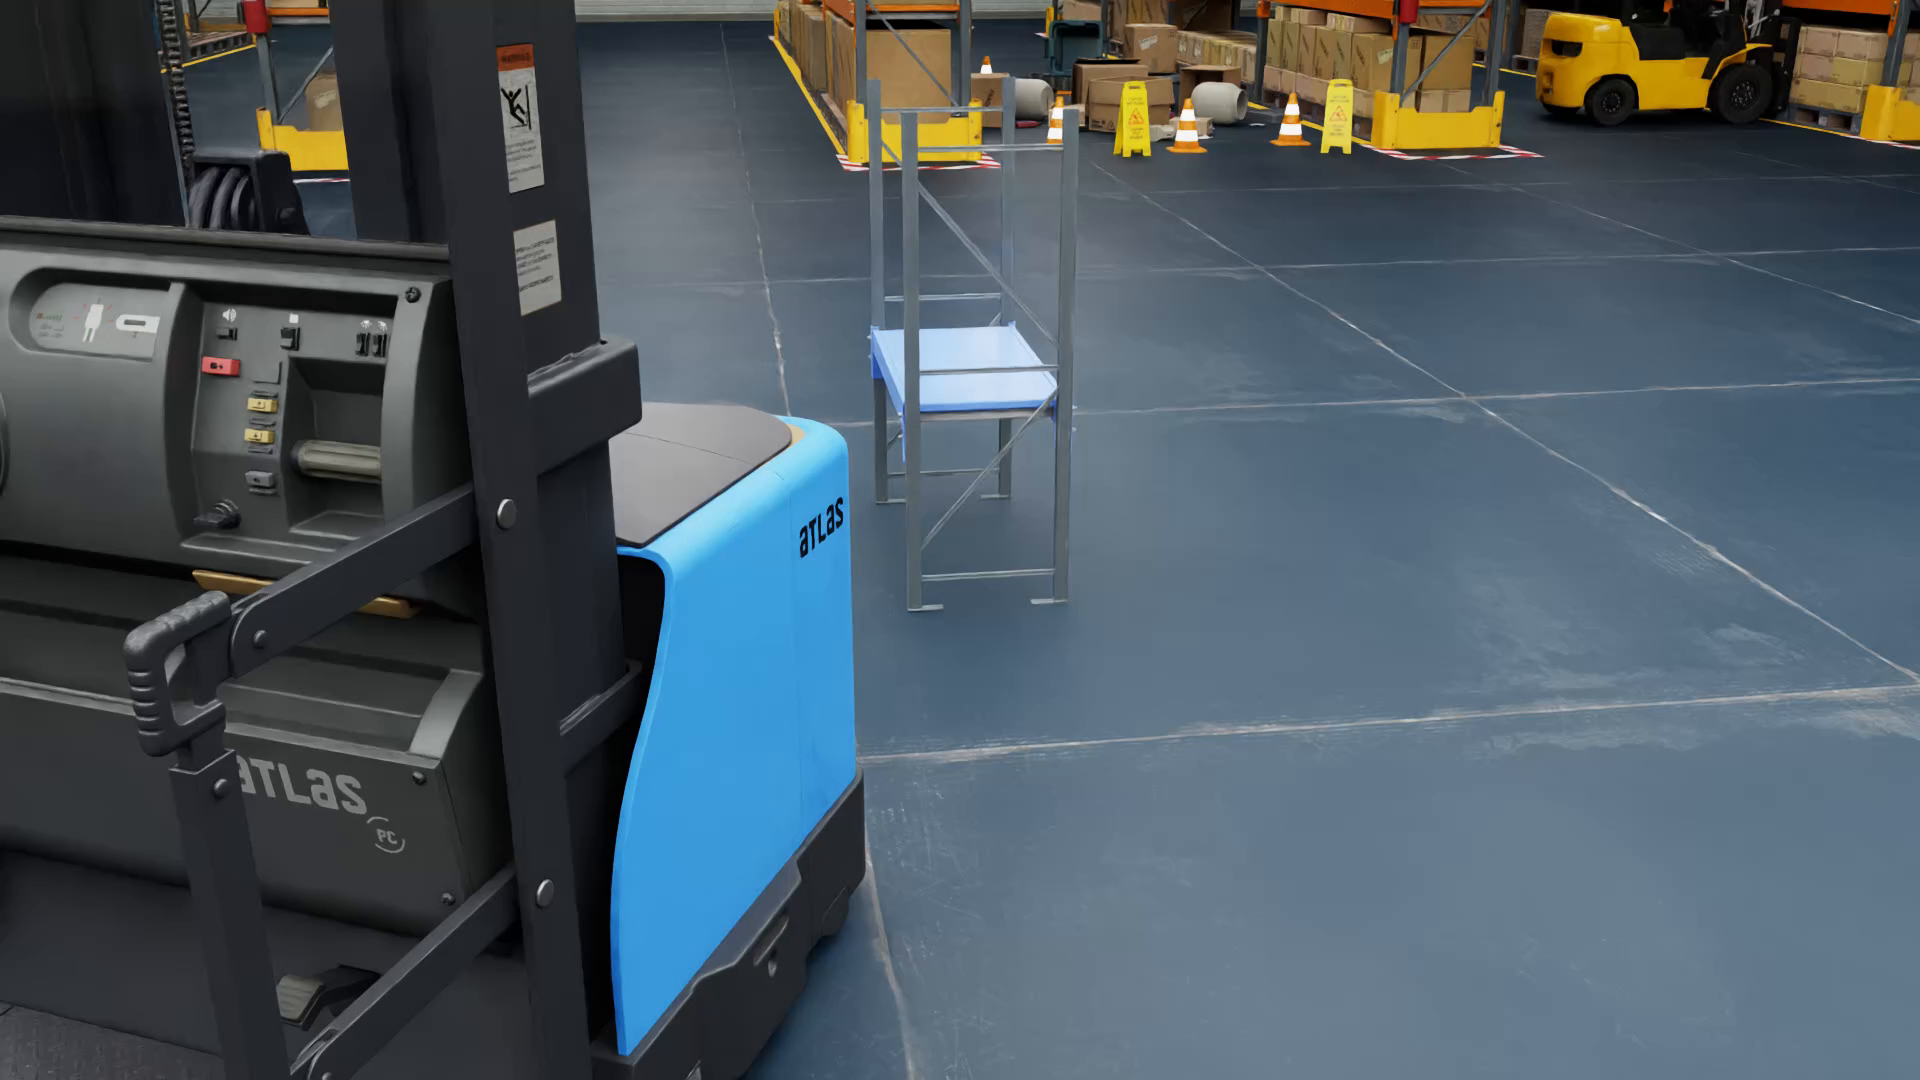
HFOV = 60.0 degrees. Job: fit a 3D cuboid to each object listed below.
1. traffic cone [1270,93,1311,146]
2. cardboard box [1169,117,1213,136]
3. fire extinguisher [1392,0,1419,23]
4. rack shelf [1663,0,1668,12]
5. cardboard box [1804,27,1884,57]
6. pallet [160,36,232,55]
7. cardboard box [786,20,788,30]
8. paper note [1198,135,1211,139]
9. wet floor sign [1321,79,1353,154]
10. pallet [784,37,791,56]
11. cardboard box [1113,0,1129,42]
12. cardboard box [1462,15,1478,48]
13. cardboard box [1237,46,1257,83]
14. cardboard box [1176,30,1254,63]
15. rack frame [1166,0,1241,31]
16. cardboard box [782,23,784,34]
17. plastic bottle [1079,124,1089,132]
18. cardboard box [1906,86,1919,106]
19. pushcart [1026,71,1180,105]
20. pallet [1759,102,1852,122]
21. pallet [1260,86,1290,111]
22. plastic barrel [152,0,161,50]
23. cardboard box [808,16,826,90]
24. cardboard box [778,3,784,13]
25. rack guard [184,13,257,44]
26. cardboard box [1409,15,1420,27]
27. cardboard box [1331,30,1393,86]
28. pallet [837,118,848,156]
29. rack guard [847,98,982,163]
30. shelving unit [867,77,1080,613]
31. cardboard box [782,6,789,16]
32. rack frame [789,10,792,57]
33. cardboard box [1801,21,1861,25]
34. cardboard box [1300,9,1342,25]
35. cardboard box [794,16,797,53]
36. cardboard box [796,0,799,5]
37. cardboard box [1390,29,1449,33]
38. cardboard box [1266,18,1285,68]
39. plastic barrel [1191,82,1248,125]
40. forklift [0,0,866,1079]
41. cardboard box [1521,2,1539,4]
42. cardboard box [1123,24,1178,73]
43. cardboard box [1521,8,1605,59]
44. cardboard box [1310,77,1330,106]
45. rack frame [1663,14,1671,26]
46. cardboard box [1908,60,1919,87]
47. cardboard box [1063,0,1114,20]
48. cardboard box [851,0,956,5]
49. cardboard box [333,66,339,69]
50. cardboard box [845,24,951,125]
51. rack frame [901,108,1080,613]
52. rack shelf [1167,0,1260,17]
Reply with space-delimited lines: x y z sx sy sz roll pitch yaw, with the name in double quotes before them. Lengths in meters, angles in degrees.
"traffic cone" 3.138 -3.983 15.718 0.336 0.463 0.334 -3 21 -8
"cardboard box" 2.289 -4.103 16.490 0.380 0.149 0.250 8 22 20
"fire extinguisher" 4.037 -4.988 14.895 0.296 0.674 0.183 -3 21 -8
"rack shelf" 8.523 -7.079 21.411 1.077 0.370 4.000 -3 21 -8
"cardboard box" 8.934 -5.036 16.813 0.500 0.250 0.500 -3 21 -7
"pallet" -12.284 -7.862 26.464 1.003 0.211 1.213 -3 21 -8
"cardboard box" -2.548 -8.144 26.283 0.380 0.149 0.250 -4 21 -10
"paper note" 2.371 -3.923 16.177 0.148 0.019 0.142 -11 23 -26
"wet floor sign" 3.446 -3.865 15.141 0.267 0.644 0.232 4 21 11
"pallet" -2.268 -7.882 26.517 1.003 0.211 1.213 -3 21 -8
"cardboard box" 2.916 -8.233 25.908 0.875 0.875 0.875 -2 21 -6
"cardboard box" 7.822 -7.625 24.816 0.500 0.500 0.500 -2 21 -5
"cardboard box" 3.822 -5.619 19.630 0.950 0.372 0.625 -3 21 -7
"cardboard box" 3.395 -6.627 22.327 0.950 0.372 0.625 -4 21 -11
"rack frame" 3.324 -7.857 22.466 1.000 3.000 0.127 -3 21 -8
"cardboard box" -2.784 -8.566 27.837 0.380 0.149 0.250 -4 21 -10
"plastic bottle" 1.171 -4.155 16.753 0.133 0.061 0.283 -11 23 -26
"cardboard box" 9.511 -4.427 16.613 0.500 0.250 0.500 -3 21 -8
"pushcart" 1.651 -5.111 18.862 1.648 0.377 0.936 -11 23 -26
"pallet" 9.064 -4.717 18.043 1.003 0.211 1.213 -3 21 -8
"pallet" 4.032 -4.935 18.628 1.003 0.211 1.213 -3 21 -8
"plastic barrel" -11.899 -7.517 23.954 0.600 0.901 0.708 -3 21 -8
"cardboard box" -1.162 -5.541 18.879 1.050 0.750 0.750 -3 21 -8
"cardboard box" -2.906 -9.101 28.419 0.380 0.149 0.250 -3 21 -8
"rack guard" -12.553 -8.714 28.333 1.175 0.500 0.348 -3 21 -8
"cardboard box" 7.506 -8.341 26.733 0.500 0.500 0.500 -2 21 -5
"cardboard box" 4.025 -4.792 16.517 0.500 0.500 0.500 -2 21 -6
"pallet" -0.599 -3.769 15.506 1.003 0.211 1.213 -3 21 -8
"rack guard" -0.403 -3.623 14.703 1.175 0.500 0.348 -3 21 -8
"shelving unit" 0.012 -0.673 5.375 0.538 1.500 1.048 -3 21 -8
"cardboard box" -2.706 -8.655 27.227 0.380 0.149 0.250 -4 21 -10
"rack frame" -2.137 -8.957 25.412 1.000 3.000 0.127 -3 21 -8
"cardboard box" 9.302 -5.416 17.831 0.500 0.250 0.500 -3 21 -9
"cardboard box" 3.794 -5.501 17.488 0.380 0.149 0.250 -2 21 -5
"cardboard box" -2.077 -7.175 23.612 0.500 0.500 0.500 -4 21 -10
"cardboard box" -2.002 -7.347 23.002 0.500 0.250 0.500 -3 21 -7
"cardboard box" 4.551 -4.829 16.617 0.500 0.500 0.500 -4 21 -10
"cardboard box" 3.718 -5.514 18.451 0.500 0.500 0.500 -2 21 -5
"plastic barrel" 2.681 -4.519 17.211 0.512 0.421 0.421 12 24 30
"forklift" -1.155 -0.169 1.979 1.130 2.935 3.031 7 22 17
"cardboard box" 8.341 -7.810 24.385 0.380 0.149 0.250 -3 21 -7
"cardboard box" 2.143 -5.556 18.794 0.500 0.500 0.500 -3 21 -8
"cardboard box" 8.311 -6.976 22.901 0.875 0.625 0.625 -2 21 -6
"cardboard box" 3.946 -4.623 17.136 0.500 0.250 0.500 -4 21 -10
"rack frame" 8.812 -6.724 19.431 1.000 3.000 0.127 -3 21 -8
"cardboard box" 9.526 -4.655 16.507 0.500 0.250 0.500 -3 21 -7
"cardboard box" 2.365 -9.400 29.658 0.875 0.438 0.875 -4 21 -10
"cardboard box" -0.505 -4.999 14.599 0.875 0.550 0.550 -3 21 -8
"cardboard box" -5.595 -4.253 15.789 0.500 0.500 0.500 -1 21 -3
"cardboard box" -0.570 -4.235 15.205 0.875 0.875 0.875 -3 21 -7
"rack frame" 0.086 -0.497 4.903 0.500 1.500 0.032 -3 21 -8
"rack shelf" 3.612 -6.828 20.738 1.077 0.370 4.000 -3 21 -8
